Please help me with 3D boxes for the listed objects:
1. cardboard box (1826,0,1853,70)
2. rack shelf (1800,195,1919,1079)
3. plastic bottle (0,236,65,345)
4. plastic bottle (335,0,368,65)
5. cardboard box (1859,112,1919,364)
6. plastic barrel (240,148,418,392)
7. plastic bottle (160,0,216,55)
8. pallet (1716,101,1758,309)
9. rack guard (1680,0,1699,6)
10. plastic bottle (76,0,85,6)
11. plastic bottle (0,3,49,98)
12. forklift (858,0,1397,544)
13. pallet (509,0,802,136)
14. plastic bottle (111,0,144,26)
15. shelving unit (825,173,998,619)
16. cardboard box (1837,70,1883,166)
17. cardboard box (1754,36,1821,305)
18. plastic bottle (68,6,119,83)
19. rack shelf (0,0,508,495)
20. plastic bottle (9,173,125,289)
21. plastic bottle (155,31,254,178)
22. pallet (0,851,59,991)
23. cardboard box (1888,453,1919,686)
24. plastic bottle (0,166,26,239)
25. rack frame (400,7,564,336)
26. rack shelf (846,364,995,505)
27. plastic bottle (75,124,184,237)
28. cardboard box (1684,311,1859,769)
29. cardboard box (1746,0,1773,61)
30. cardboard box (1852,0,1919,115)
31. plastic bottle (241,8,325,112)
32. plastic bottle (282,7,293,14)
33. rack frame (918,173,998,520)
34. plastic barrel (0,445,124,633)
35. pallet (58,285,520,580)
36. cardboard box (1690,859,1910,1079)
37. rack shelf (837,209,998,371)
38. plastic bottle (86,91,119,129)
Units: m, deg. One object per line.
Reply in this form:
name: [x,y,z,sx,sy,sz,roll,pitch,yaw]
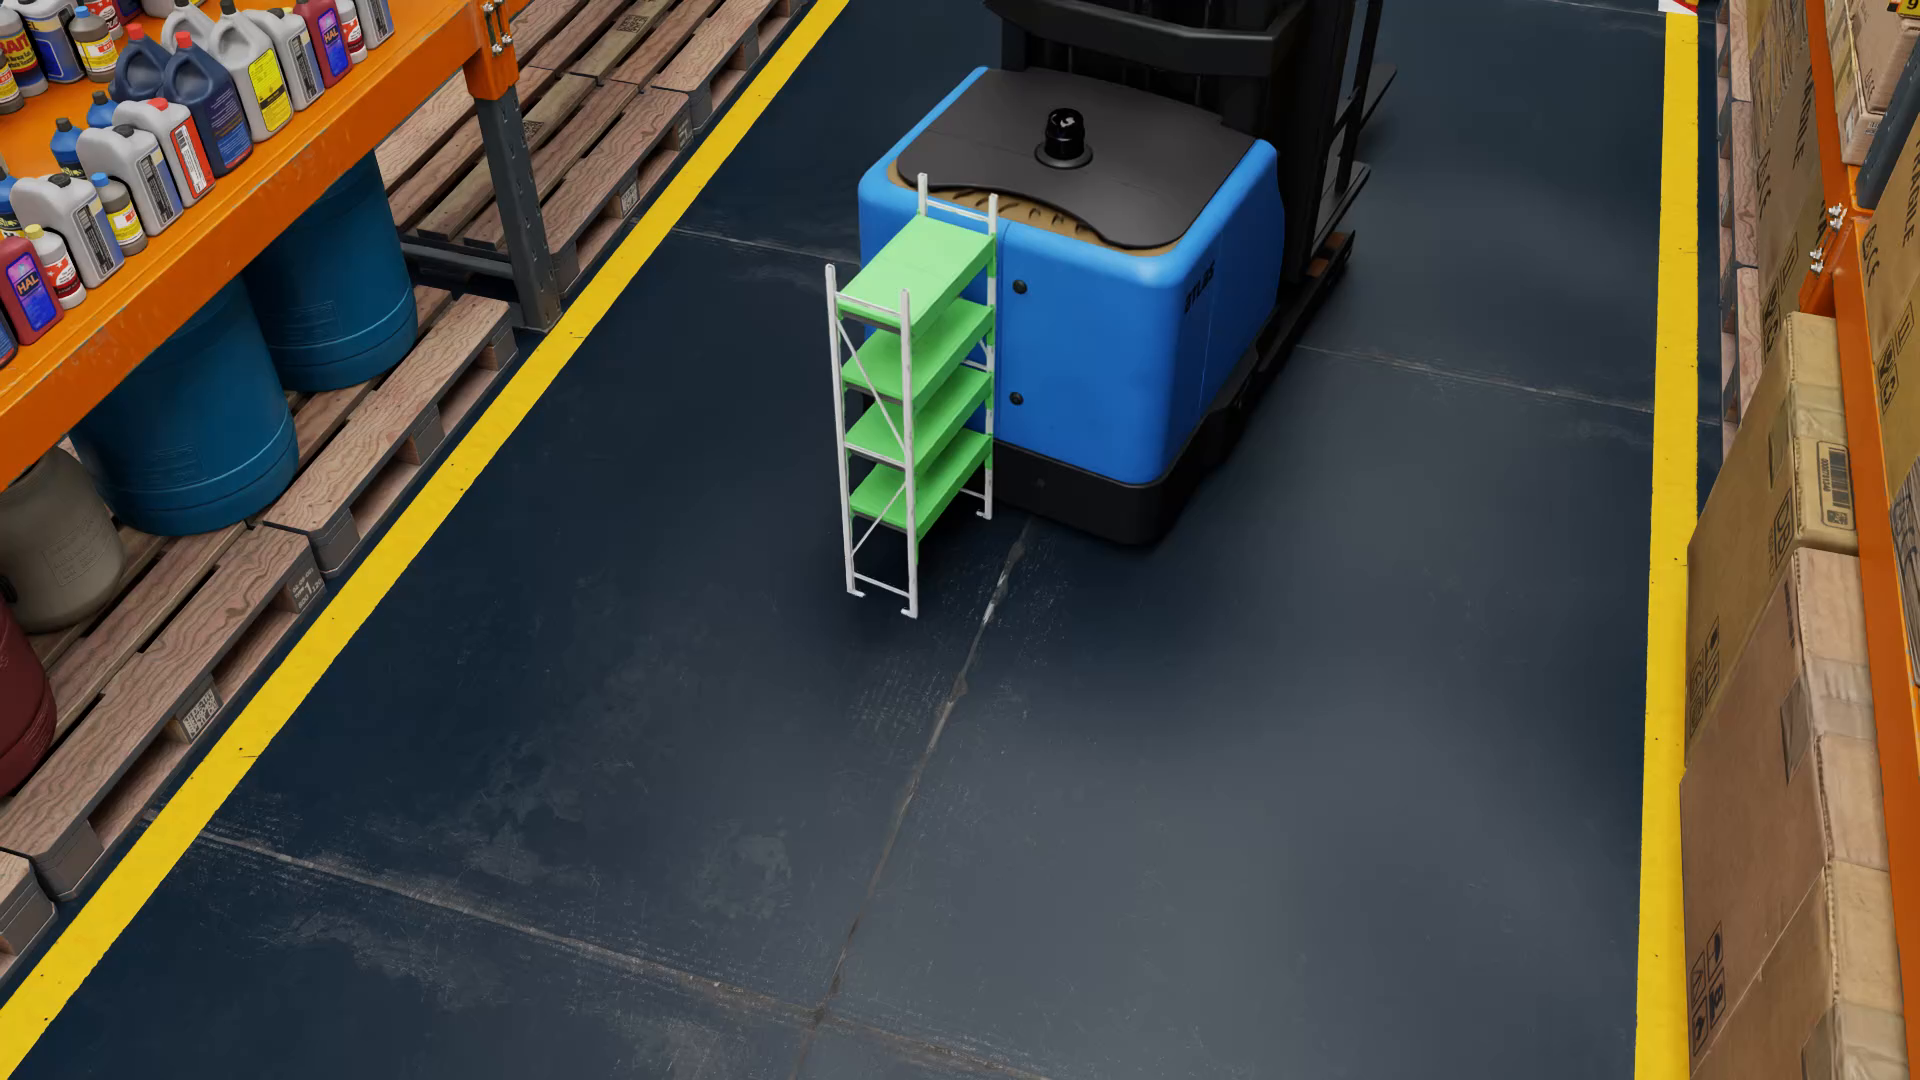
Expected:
cardboard box: [2.710,-1.433,4.750,0.380,0.149,0.250,12,46,12]
rack shelf: [2.168,0.682,2.922,1.077,0.370,4.000,13,46,13]
plastic bottle: [-2.159,-0.596,3.798,0.061,0.283,0.133,13,46,13]
plastic bottle: [-1.767,-1.472,4.751,0.097,0.201,0.097,0,44,0]
cardboard box: [2.397,-0.690,3.739,0.500,0.500,0.500,13,46,13]
plastic barrel: [-2.127,-0.998,5.325,0.600,0.901,0.708,13,46,13]
plastic bottle: [-2.050,-1.288,4.457,0.144,0.351,0.185,13,46,13]
pallet: [3.447,-1.217,6.343,1.003,0.211,1.213,13,46,12]
rack guard: [3.993,-2.697,7.648,1.175,0.500,0.348,13,46,13]
plastic bottle: [-2.551,-1.522,4.753,0.097,0.271,0.097,0,44,0]
plastic bottle: [-2.622,-1.368,4.595,0.097,0.271,0.097,0,44,0]
forklift: [0.825,-2.062,5.262,1.130,2.935,3.031,20,48,20]
pallet: [-1.393,-2.274,7.423,1.003,0.211,1.213,13,46,13]
plastic bottle: [-2.504,-1.672,4.898,0.061,0.283,0.133,13,46,13]
shelving unit: [-0.121,-0.385,4.786,0.258,1.200,0.503,20,48,20]
cardboard box: [2.554,-1.091,4.399,0.380,0.149,0.250,13,46,13]
cardboard box: [3.323,-1.321,5.675,0.875,0.875,0.875,13,46,13]
plastic bottle: [-2.436,-1.400,4.678,0.097,0.201,0.097,0,44,0]
rack shelf: [-2.552,-0.367,3.994,1.077,0.370,4.000,13,46,13]
plastic bottle: [-2.132,-0.757,3.968,0.152,0.276,0.135,13,46,13]
plastic bottle: [-1.969,-1.134,4.299,0.144,0.351,0.185,13,46,13]
pallet: [-2.959,1.172,3.902,1.003,0.211,1.213,13,46,13]
cardboard box: [2.093,-0.021,3.055,0.500,0.500,0.500,12,46,12]
plastic bottle: [-2.256,-0.770,3.984,0.097,0.271,0.097,0,44,0]
rack frame: [-1.946,-1.957,5.105,1.000,3.000,0.127,13,46,13]
rack shelf: [-0.121,-0.339,4.830,0.258,0.148,0.480,20,48,20]
plastic bottle: [-2.062,-0.912,4.126,0.152,0.276,0.135,13,46,13]
cardboard box: [2.599,0.132,4.189,1.225,0.875,0.875,13,46,13]
cardboard box: [3.868,-2.521,6.901,0.875,0.875,0.875,13,46,13]
cardboard box: [2.658,-1.310,4.339,0.500,0.250,0.500,12,46,12]
plastic bottle: [-1.868,-1.338,4.561,0.152,0.276,0.135,13,46,13]
plastic bottle: [-1.865,-1.396,4.674,0.097,0.201,0.097,0,44,0]
rack frame: [-0.006,-0.536,4.940,0.240,1.200,0.015,20,48,20]
plastic barrel: [-2.598,-0.029,4.614,0.421,0.512,0.421,0,44,0]
pallet: [-2.220,-0.455,5.564,1.003,0.211,1.213,13,46,13]
cardboard box: [2.069,1.320,2.976,1.225,0.875,0.875,13,46,13]
rack shelf: [-0.121,-0.682,4.495,0.258,0.148,0.480,20,48,20]
plastic bottle: [-2.145,-1.014,4.234,0.097,0.271,0.097,0,44,0]
